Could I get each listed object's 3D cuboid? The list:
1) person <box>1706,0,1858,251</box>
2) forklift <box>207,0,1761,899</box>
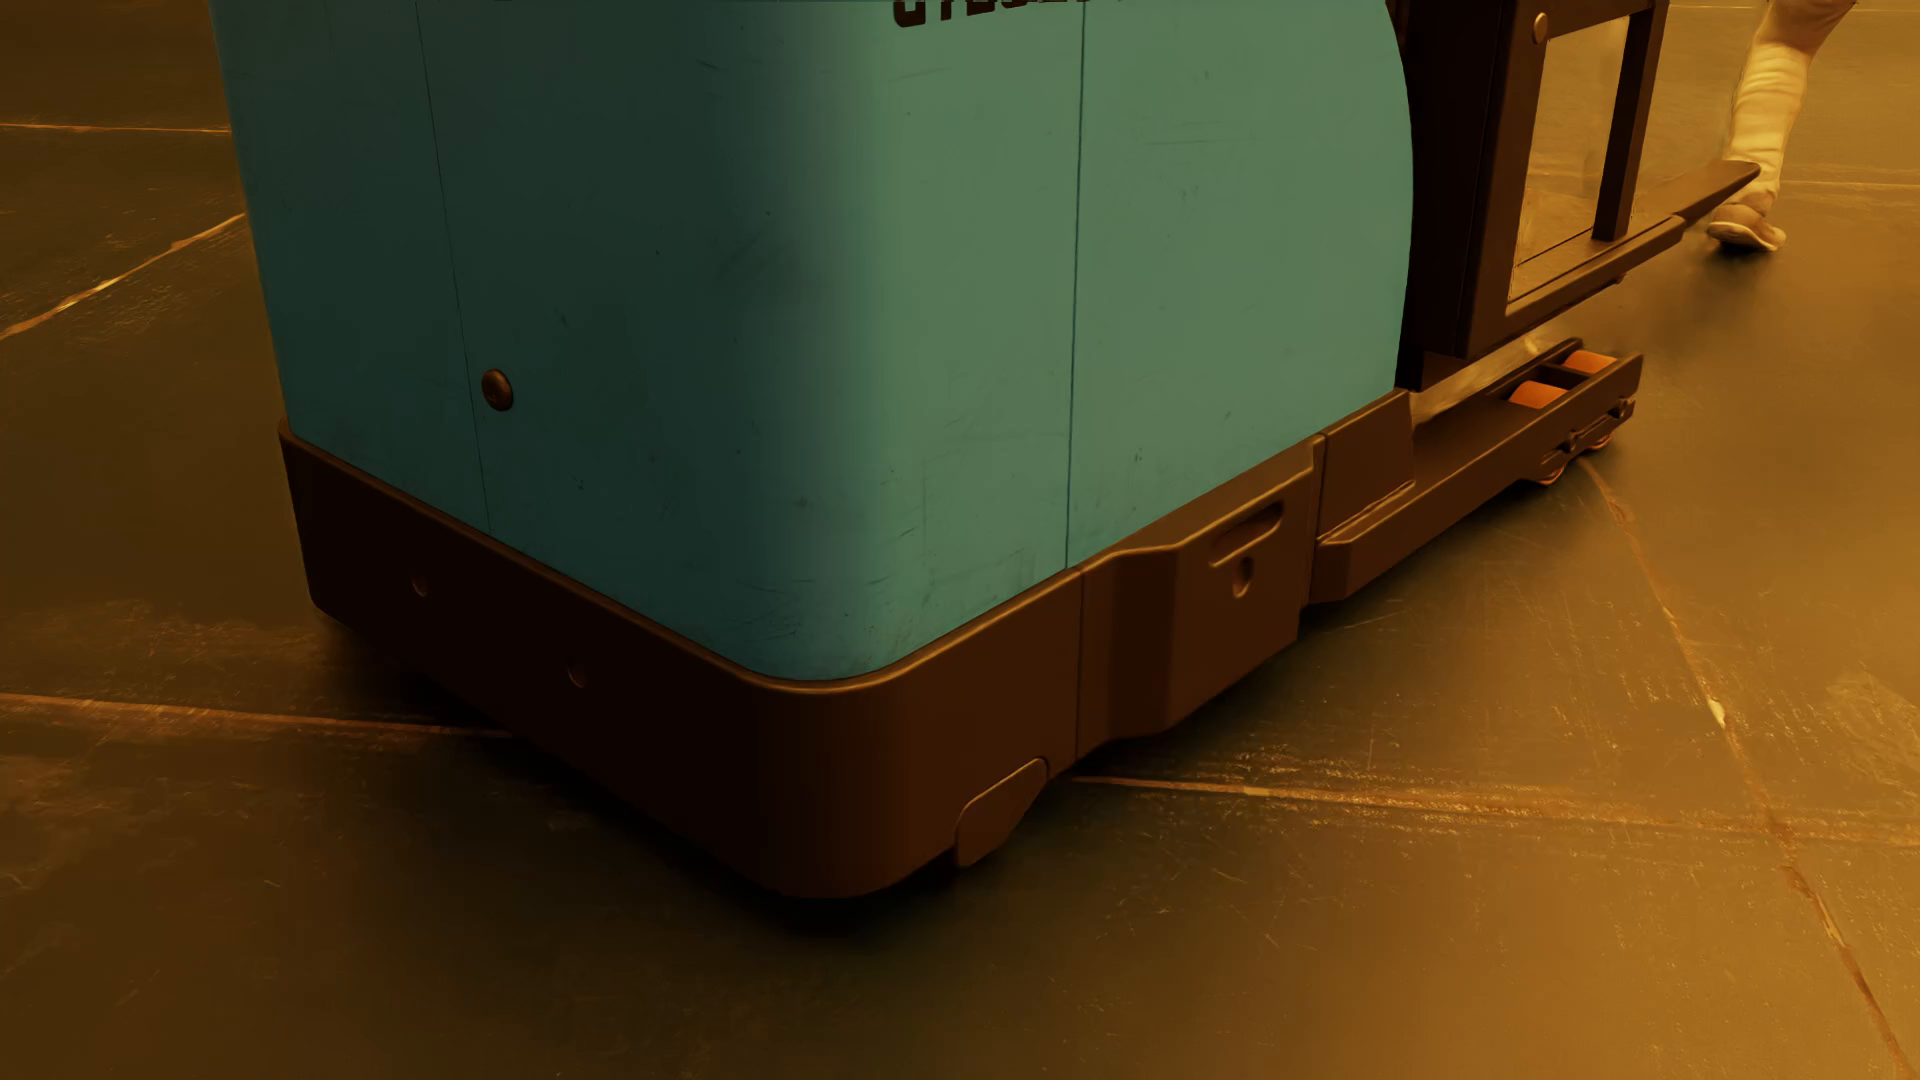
[{"bbox_3d":[2.185,-1.408,3.601,0.743,1.585,0.783,14,30,26],"label":"person"},{"bbox_3d":[0.497,-1.533,2.290,1.130,2.935,3.031,22,34,37],"label":"forklift"}]
